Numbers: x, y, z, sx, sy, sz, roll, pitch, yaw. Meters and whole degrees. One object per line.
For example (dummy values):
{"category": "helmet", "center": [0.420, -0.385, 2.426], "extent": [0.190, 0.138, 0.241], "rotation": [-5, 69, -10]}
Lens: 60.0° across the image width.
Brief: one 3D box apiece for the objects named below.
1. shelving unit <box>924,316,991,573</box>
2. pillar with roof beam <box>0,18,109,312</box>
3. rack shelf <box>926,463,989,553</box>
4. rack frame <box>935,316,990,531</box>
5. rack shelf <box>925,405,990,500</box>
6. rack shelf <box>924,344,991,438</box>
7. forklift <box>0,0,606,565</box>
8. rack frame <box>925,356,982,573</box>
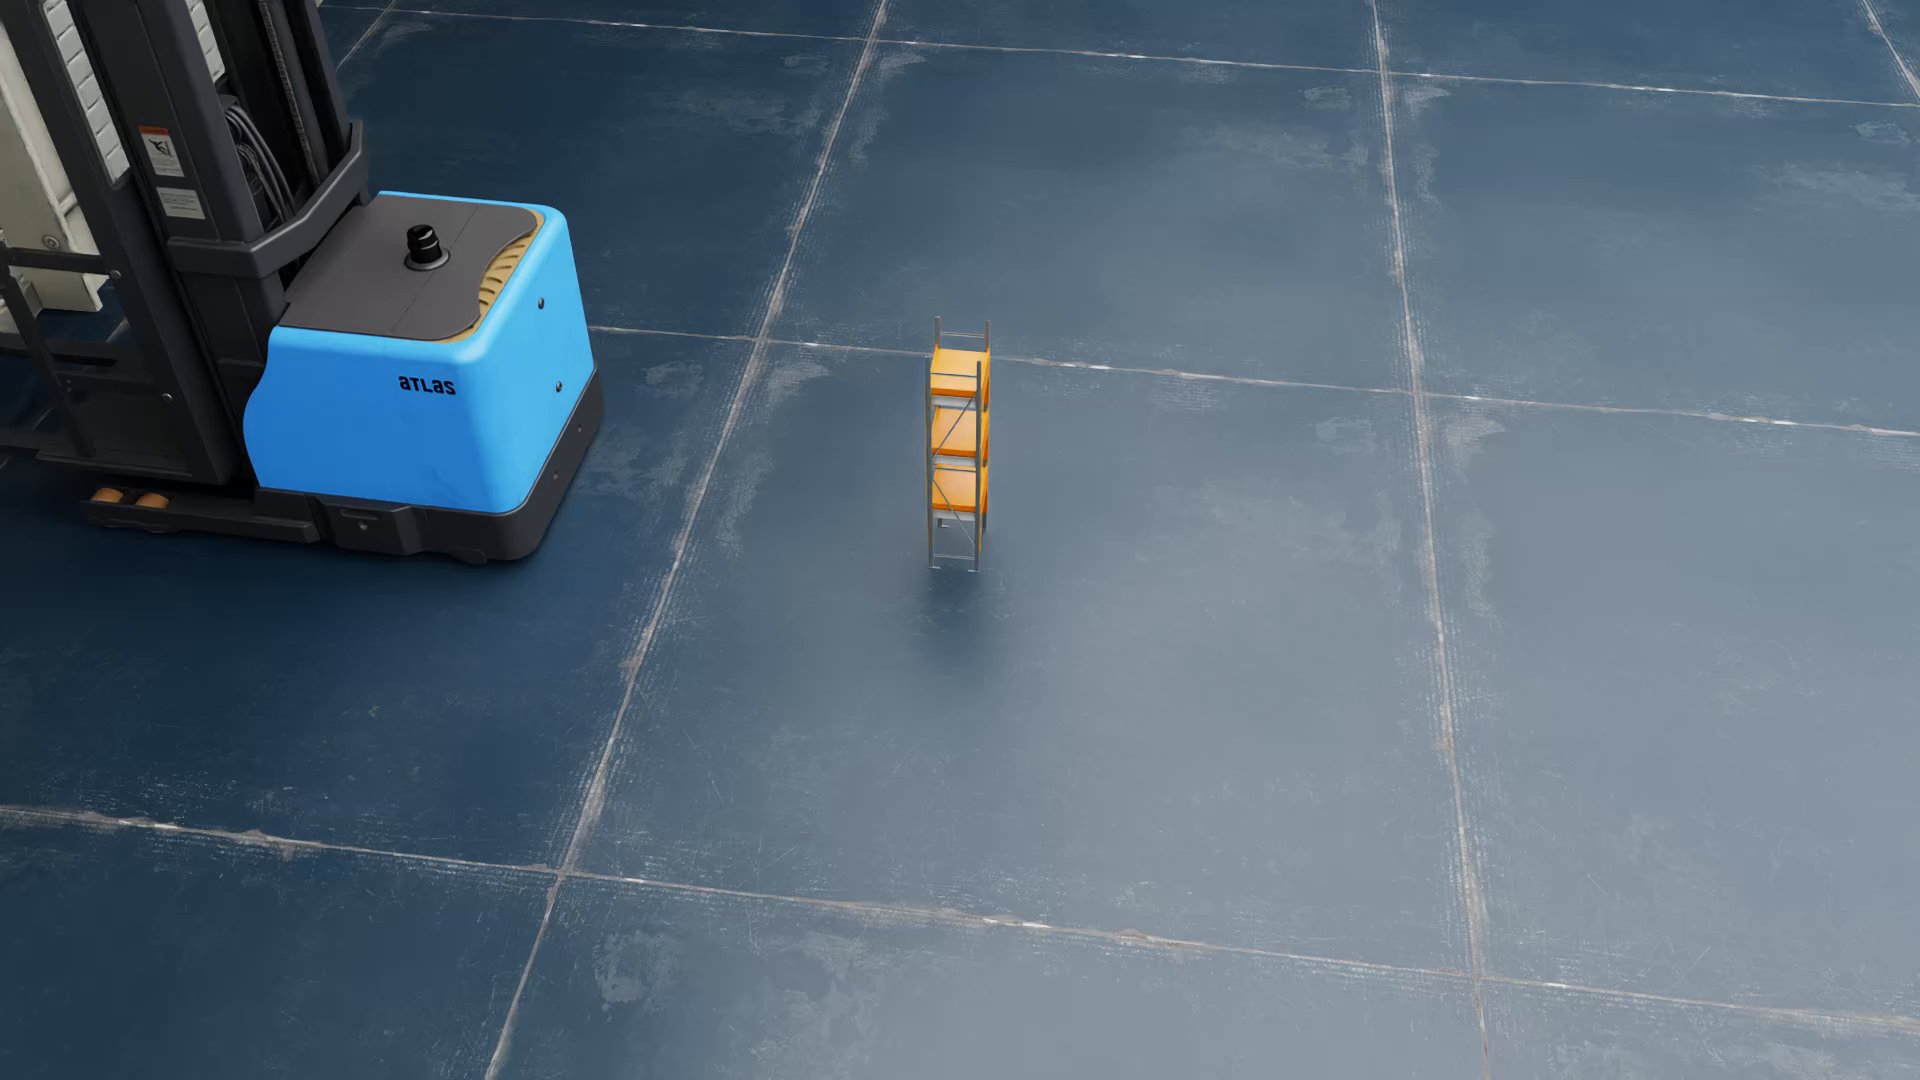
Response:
{"category": "shelving unit", "center": [-0.007, -0.345, 6.351], "extent": [0.215, 1.050, 0.252], "rotation": [5, 44, 6]}
{"category": "pillar with roof beam", "center": [0.046, -4.107, 4.543], "extent": [9.100, 9.000, 0.400], "rotation": [5, 44, 6]}
{"category": "rack shelf", "center": [-0.007, -0.135, 6.549], "extent": [0.215, 0.259, 0.240], "rotation": [5, 44, 6]}
{"category": "rack frame", "center": [0.009, -0.428, 6.438], "extent": [0.200, 1.050, 0.008], "rotation": [5, 44, 6]}
{"category": "rack shelf", "center": [-0.007, -0.337, 6.358], "extent": [0.215, 0.259, 0.240], "rotation": [5, 44, 6]}
{"category": "rack shelf", "center": [-0.007, -0.543, 6.163], "extent": [0.215, 0.259, 0.240], "rotation": [5, 44, 6]}
{"category": "forklift", "center": [-3.107, -1.444, 6.143], "extent": [3.031, 2.935, 1.130], "rotation": [6, 44, 7]}
{"category": "rack frame", "center": [-0.023, -0.262, 6.263], "extent": [0.200, 1.050, 0.008], "rotation": [5, 44, 6]}
